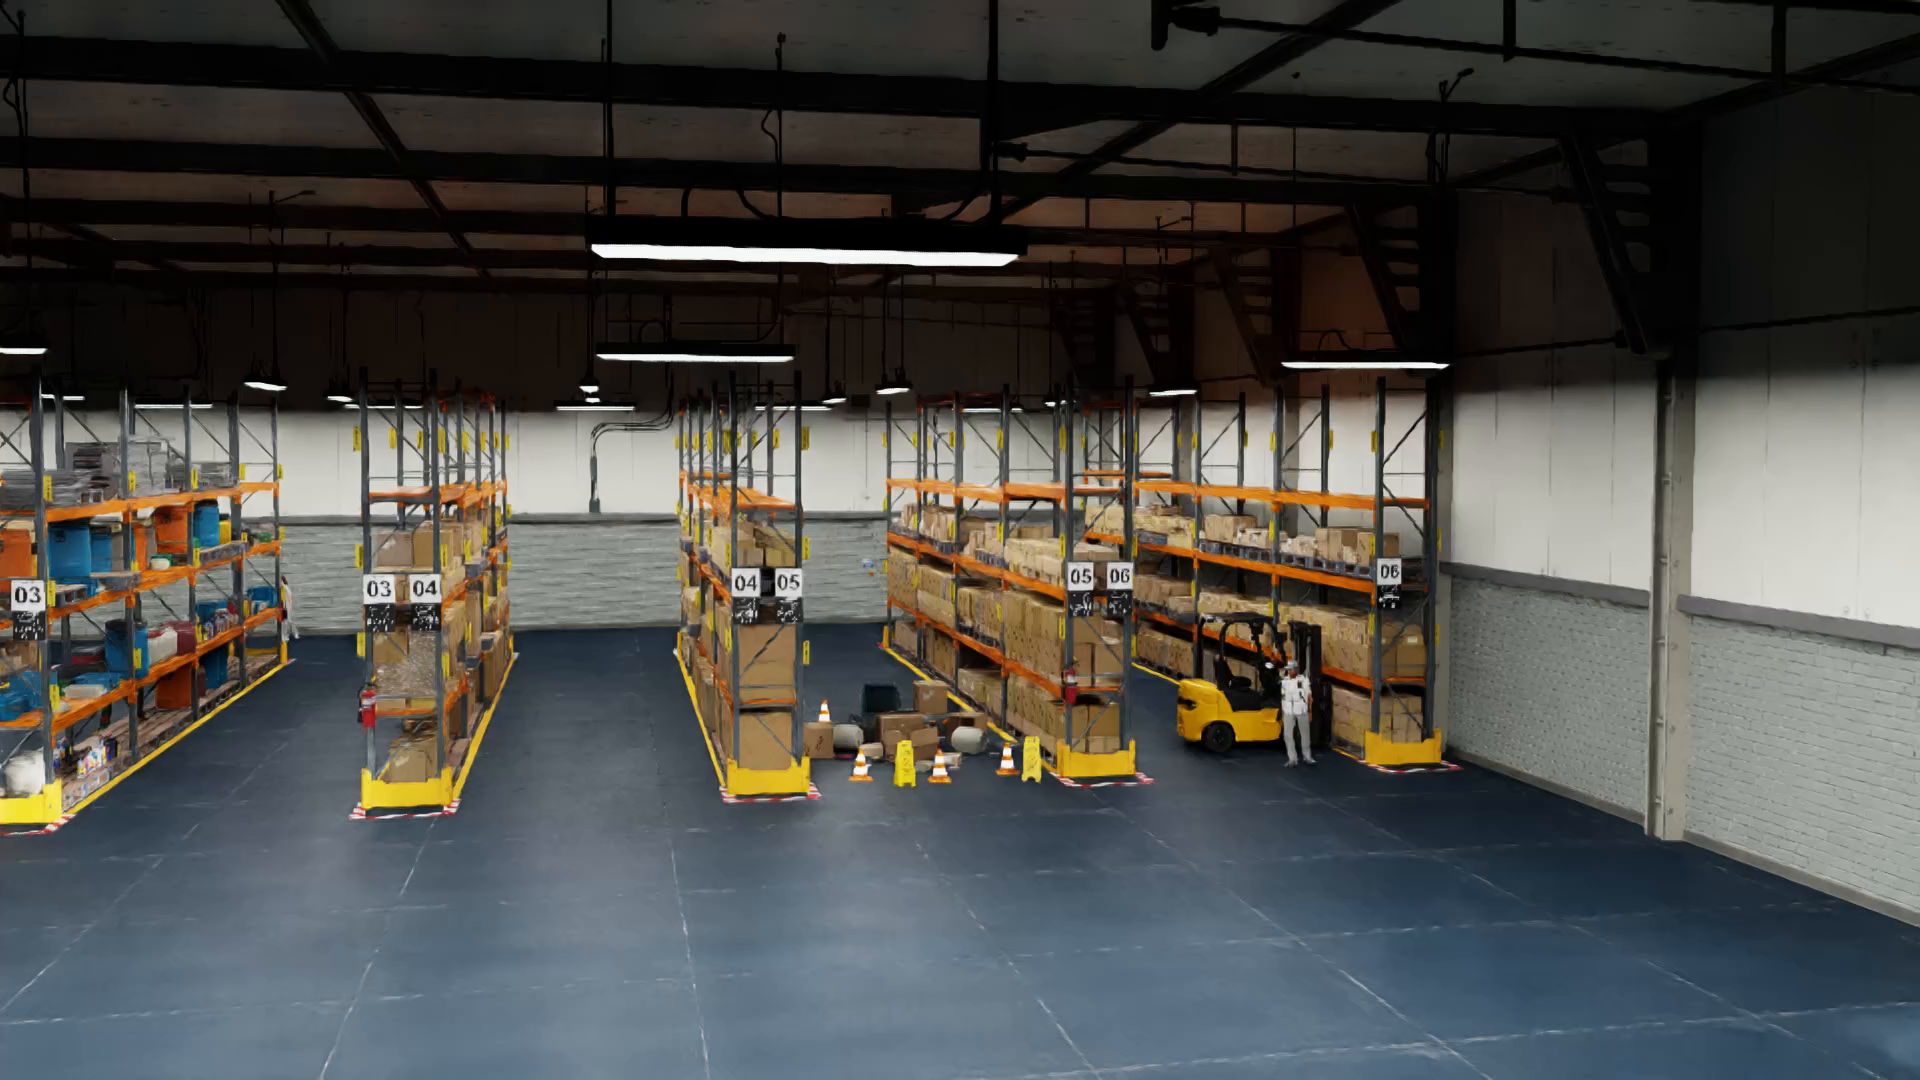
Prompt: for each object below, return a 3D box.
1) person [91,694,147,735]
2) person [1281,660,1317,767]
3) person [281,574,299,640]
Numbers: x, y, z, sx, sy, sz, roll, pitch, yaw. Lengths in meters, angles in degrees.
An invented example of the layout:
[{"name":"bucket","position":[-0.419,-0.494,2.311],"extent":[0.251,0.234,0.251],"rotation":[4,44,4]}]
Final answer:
[{"name":"person","position":[-14.326,2.445,28.319],"extent":[0.591,1.753,0.996],"rotation":[1,3,9]},{"name":"person","position":[5.218,2.660,25.664],"extent":[0.541,1.646,0.581],"rotation":[2,4,26]},{"name":"person","position":[-16.952,1.686,41.882],"extent":[0.511,1.657,0.553],"rotation":[2,4,24]}]
